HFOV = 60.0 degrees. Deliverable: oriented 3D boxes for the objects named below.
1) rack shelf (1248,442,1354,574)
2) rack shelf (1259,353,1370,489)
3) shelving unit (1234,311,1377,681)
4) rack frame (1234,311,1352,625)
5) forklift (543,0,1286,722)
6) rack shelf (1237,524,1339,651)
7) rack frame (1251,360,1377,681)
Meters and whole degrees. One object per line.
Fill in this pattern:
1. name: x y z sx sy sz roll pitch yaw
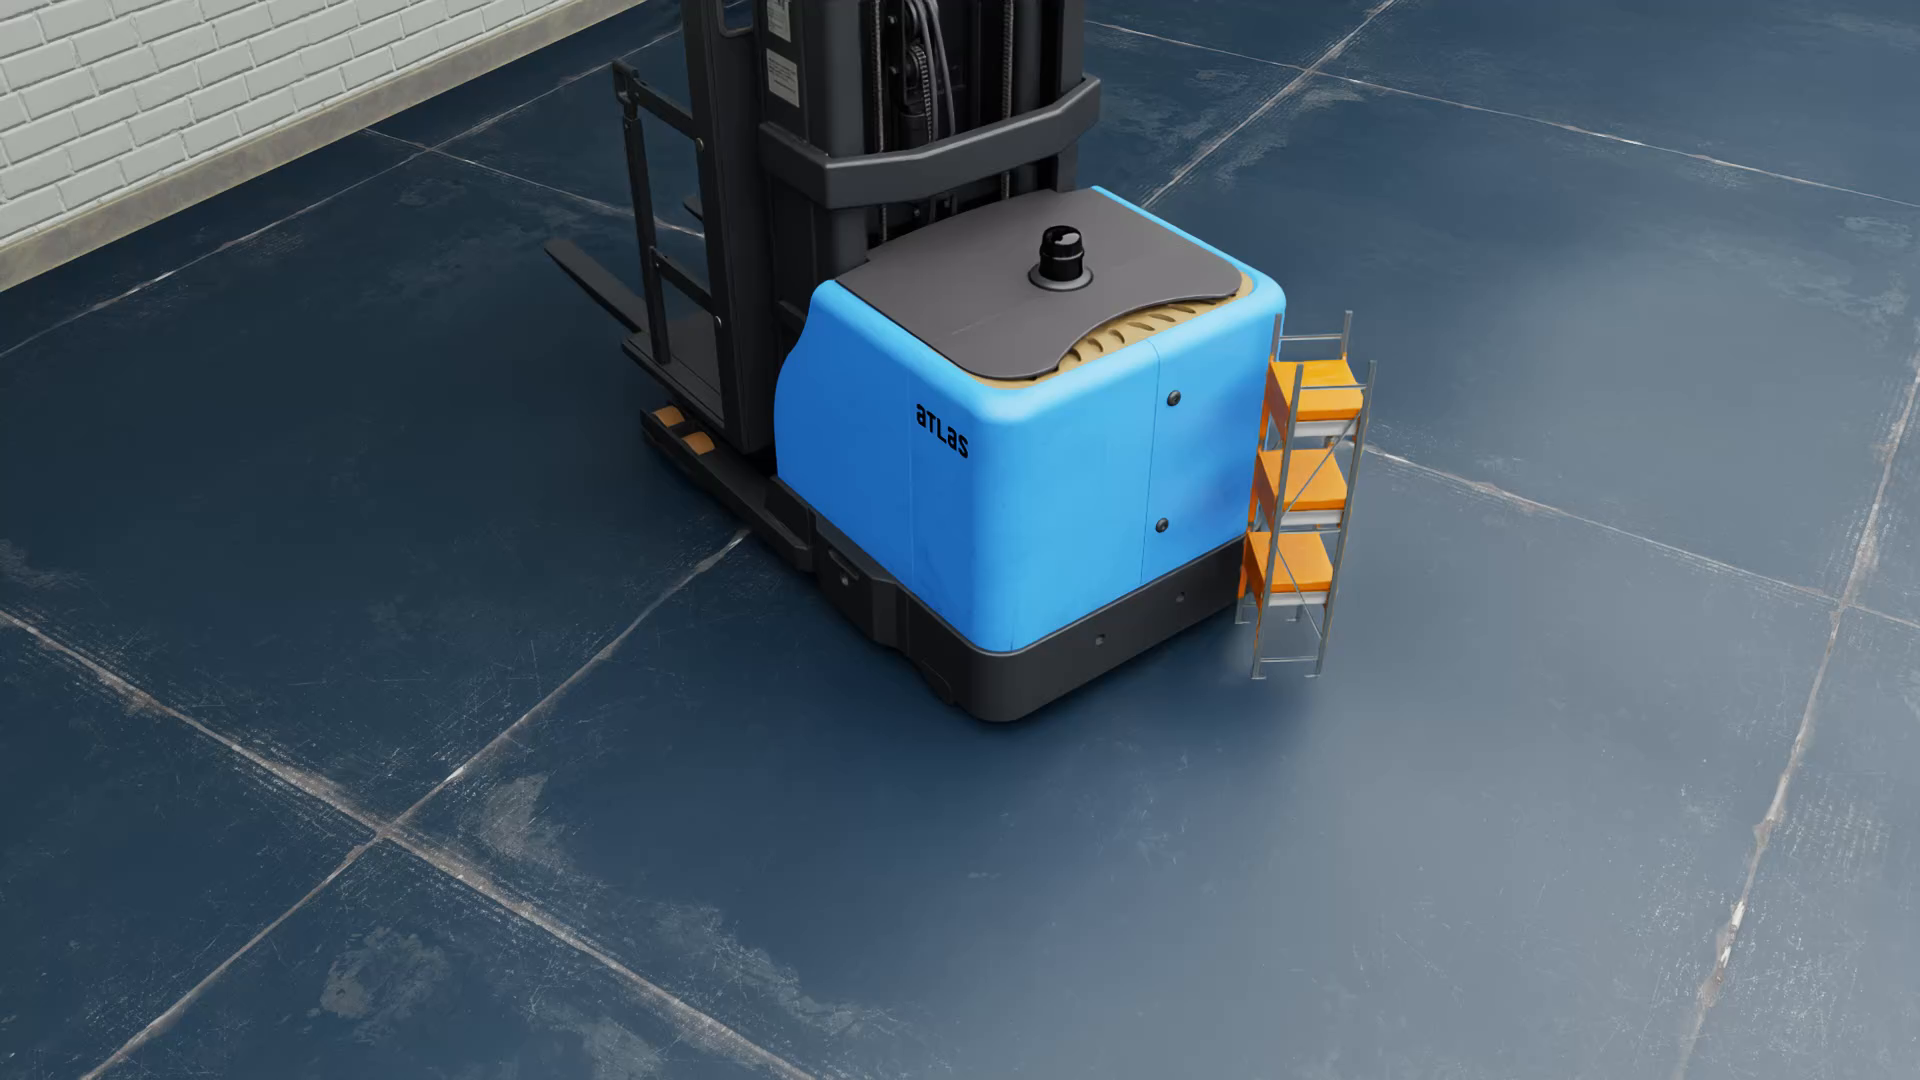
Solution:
1. rack shelf: 0.921 -0.088 4.521 0.215 0.259 0.240 -2 38 -3
2. rack shelf: 0.921 -0.313 4.348 0.215 0.259 0.240 -2 38 -3
3. shelving unit: 0.921 -0.096 4.515 0.215 1.050 0.252 -2 38 -3
4. rack frame: 0.913 -0.171 4.611 0.200 1.050 0.008 -2 38 -3
5. forklift: -0.415 -1.514 4.813 1.130 2.935 3.031 -25 44 -29
6. rack shelf: 0.921 0.132 4.691 0.215 0.259 0.240 -2 38 -3
7. rack frame: 0.929 -0.022 4.418 0.200 1.050 0.008 -2 38 -3
